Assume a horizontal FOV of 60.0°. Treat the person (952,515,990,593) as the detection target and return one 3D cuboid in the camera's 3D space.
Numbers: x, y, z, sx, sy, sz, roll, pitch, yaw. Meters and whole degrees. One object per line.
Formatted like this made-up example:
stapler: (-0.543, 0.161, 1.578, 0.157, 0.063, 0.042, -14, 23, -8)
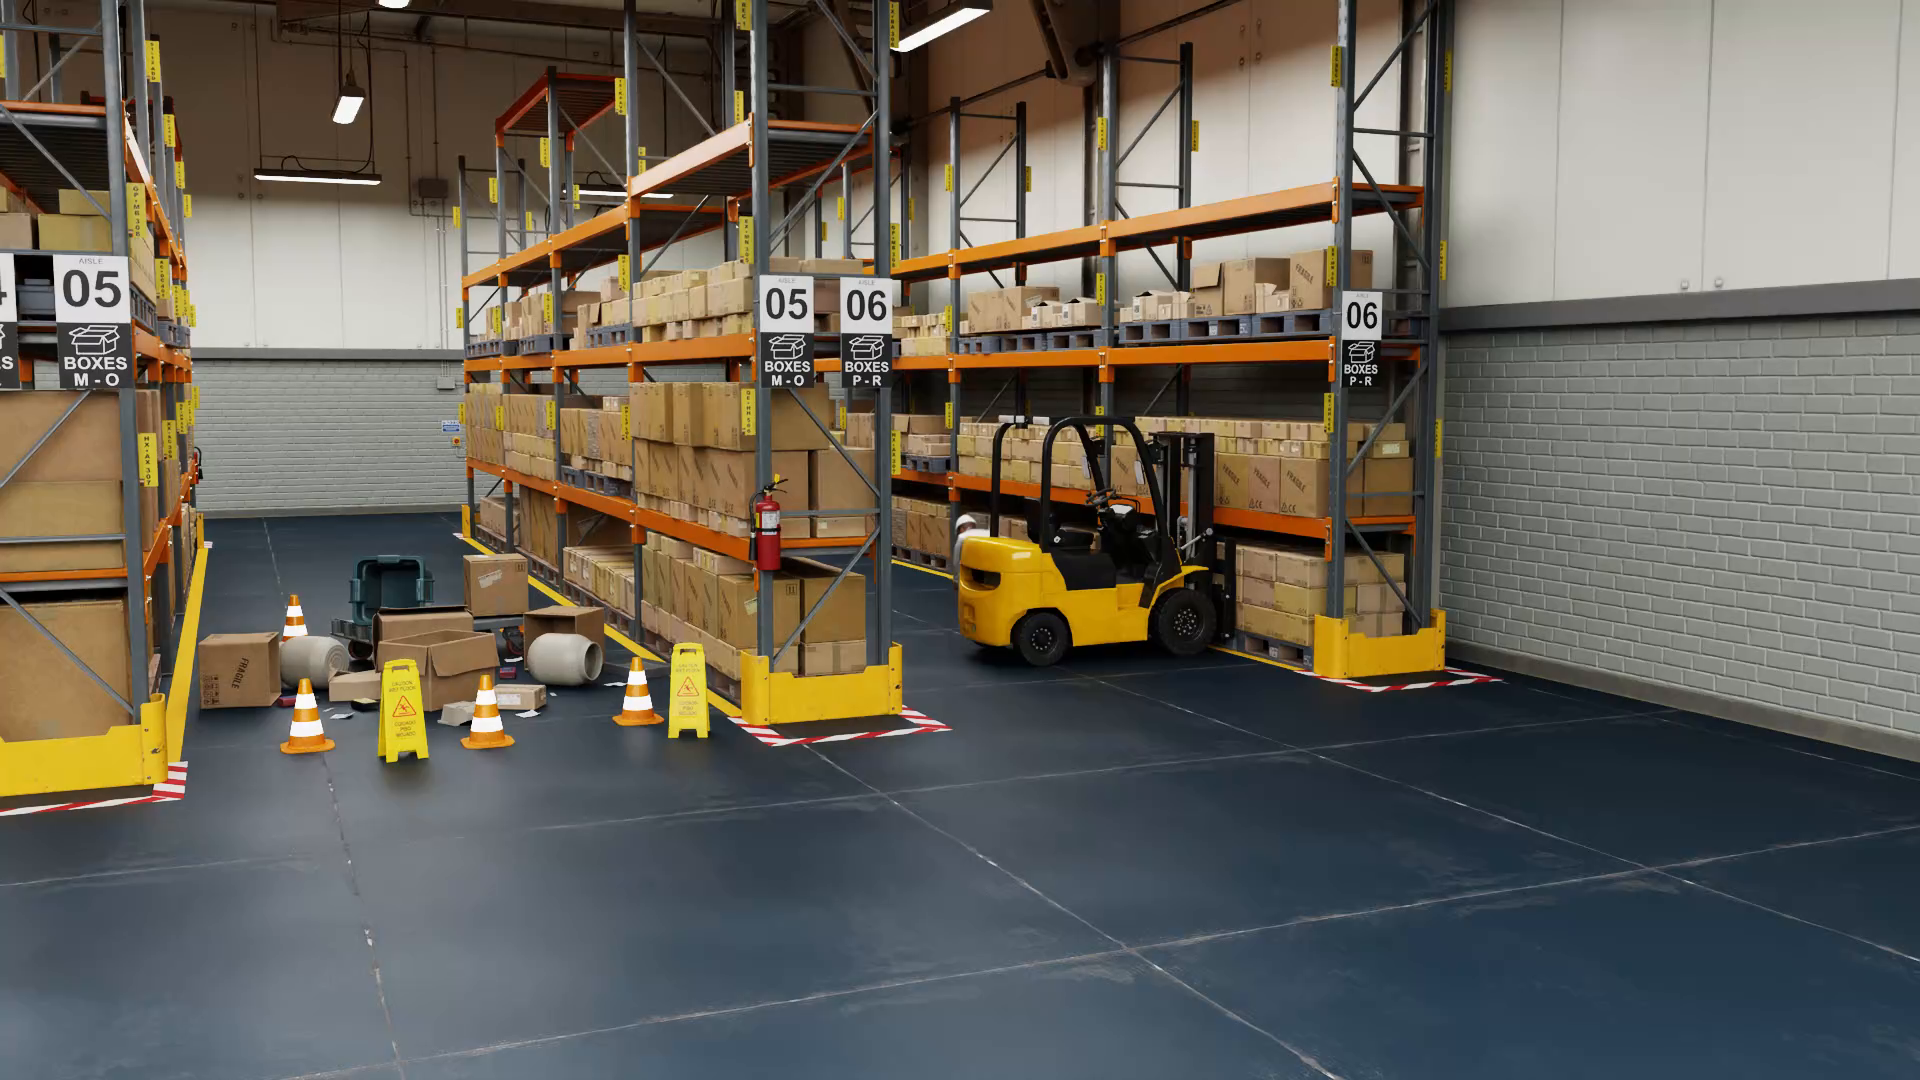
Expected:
person: (0.220, 0.244, 18.163, 0.527, 1.012, 0.877, -2, 6, -24)
